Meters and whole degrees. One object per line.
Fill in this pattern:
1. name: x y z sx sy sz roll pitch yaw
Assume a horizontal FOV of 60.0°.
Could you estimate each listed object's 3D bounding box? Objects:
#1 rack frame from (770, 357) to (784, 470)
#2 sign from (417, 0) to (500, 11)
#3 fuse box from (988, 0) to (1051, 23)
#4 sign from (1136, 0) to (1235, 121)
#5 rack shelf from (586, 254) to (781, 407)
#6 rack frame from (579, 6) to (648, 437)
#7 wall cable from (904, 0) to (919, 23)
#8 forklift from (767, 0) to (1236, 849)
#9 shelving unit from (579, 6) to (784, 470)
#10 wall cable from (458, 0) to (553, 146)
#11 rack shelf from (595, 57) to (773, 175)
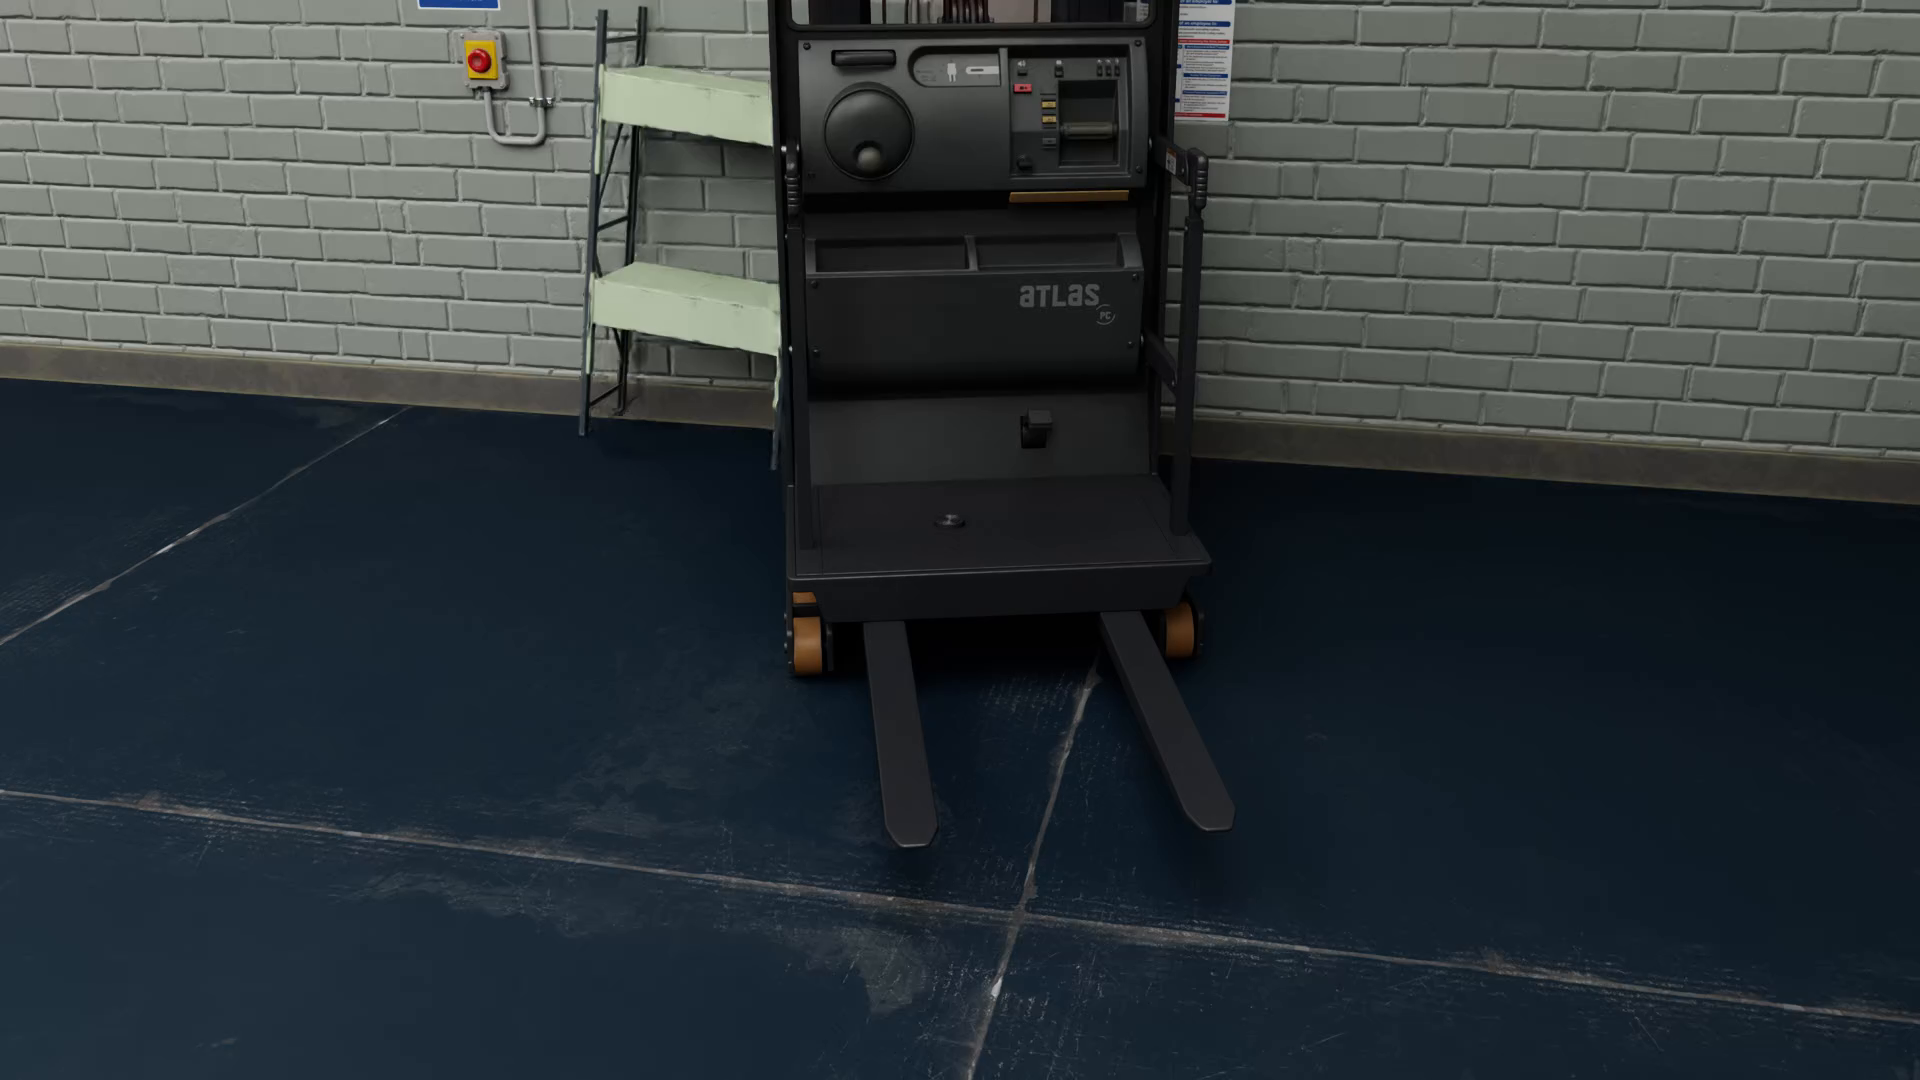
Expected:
1. rack frame: -0.542 -1.010 5.909 0.023 1.500 0.400 11 21 8
2. sign: -1.833 -2.041 6.045 0.327 0.218 0.001 4 22 11
3. fuse box: 0.228 -1.079 5.741 0.539 1.711 0.414 4 22 11
4. sign: 0.754 -1.670 5.613 0.329 0.494 0.001 4 22 11
5. rack shelf: -0.939 -0.773 6.074 0.720 0.370 0.431 11 21 8
6. rack frame: -1.255 -1.142 6.011 0.023 1.500 0.400 11 21 8
7. wall cable: -0.407 -2.257 5.583 0.588 1.984 0.122 4 22 11
8. forklift: 0.062 -1.126 4.225 1.130 2.935 3.031 -2 22 -5
9. shelving unit: -0.899 -1.076 5.960 0.755 1.500 0.431 11 21 8
10. wall cable: -1.798 -2.375 5.835 0.585 1.953 0.123 4 22 11
11. rack shelf: -0.851 -1.438 5.823 0.720 0.370 0.431 11 21 8
